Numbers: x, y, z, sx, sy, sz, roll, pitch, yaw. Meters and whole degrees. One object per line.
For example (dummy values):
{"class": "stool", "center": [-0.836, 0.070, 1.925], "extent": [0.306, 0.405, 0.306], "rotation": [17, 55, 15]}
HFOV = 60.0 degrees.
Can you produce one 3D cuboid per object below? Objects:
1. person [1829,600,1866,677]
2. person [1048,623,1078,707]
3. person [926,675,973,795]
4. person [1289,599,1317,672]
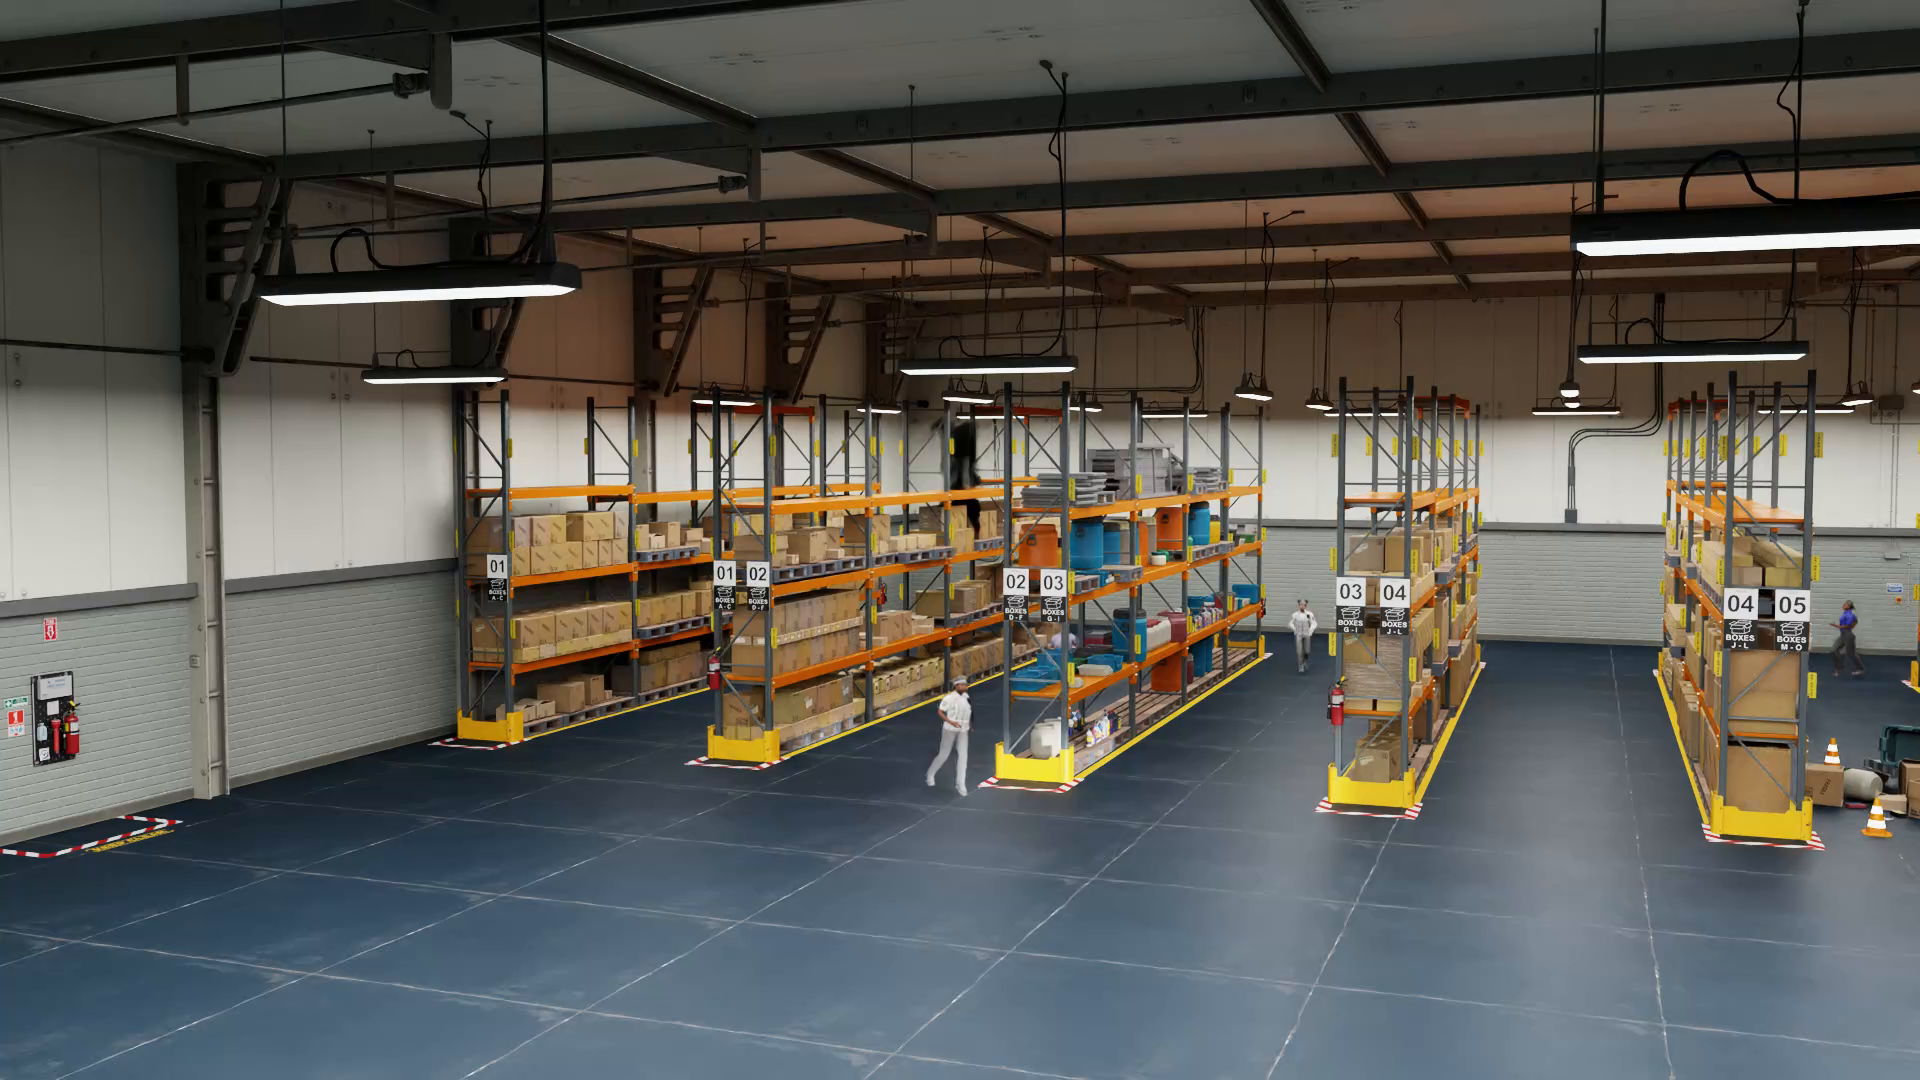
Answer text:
{"class": "person", "center": [19.416, 2.177, 36.419], "extent": [0.729, 1.718, 0.542], "rotation": [1, 3, 14]}
{"class": "person", "center": [2.017, 2.397, 32.383], "extent": [0.626, 1.625, 0.799], "rotation": [1, 3, 16]}
{"class": "person", "center": [-0.052, 2.817, 24.350], "extent": [0.669, 1.685, 0.905], "rotation": [-2, 4, -30]}
{"class": "person", "center": [7.647, 2.131, 37.107], "extent": [0.610, 1.650, 0.526], "rotation": [1, 3, 11]}
